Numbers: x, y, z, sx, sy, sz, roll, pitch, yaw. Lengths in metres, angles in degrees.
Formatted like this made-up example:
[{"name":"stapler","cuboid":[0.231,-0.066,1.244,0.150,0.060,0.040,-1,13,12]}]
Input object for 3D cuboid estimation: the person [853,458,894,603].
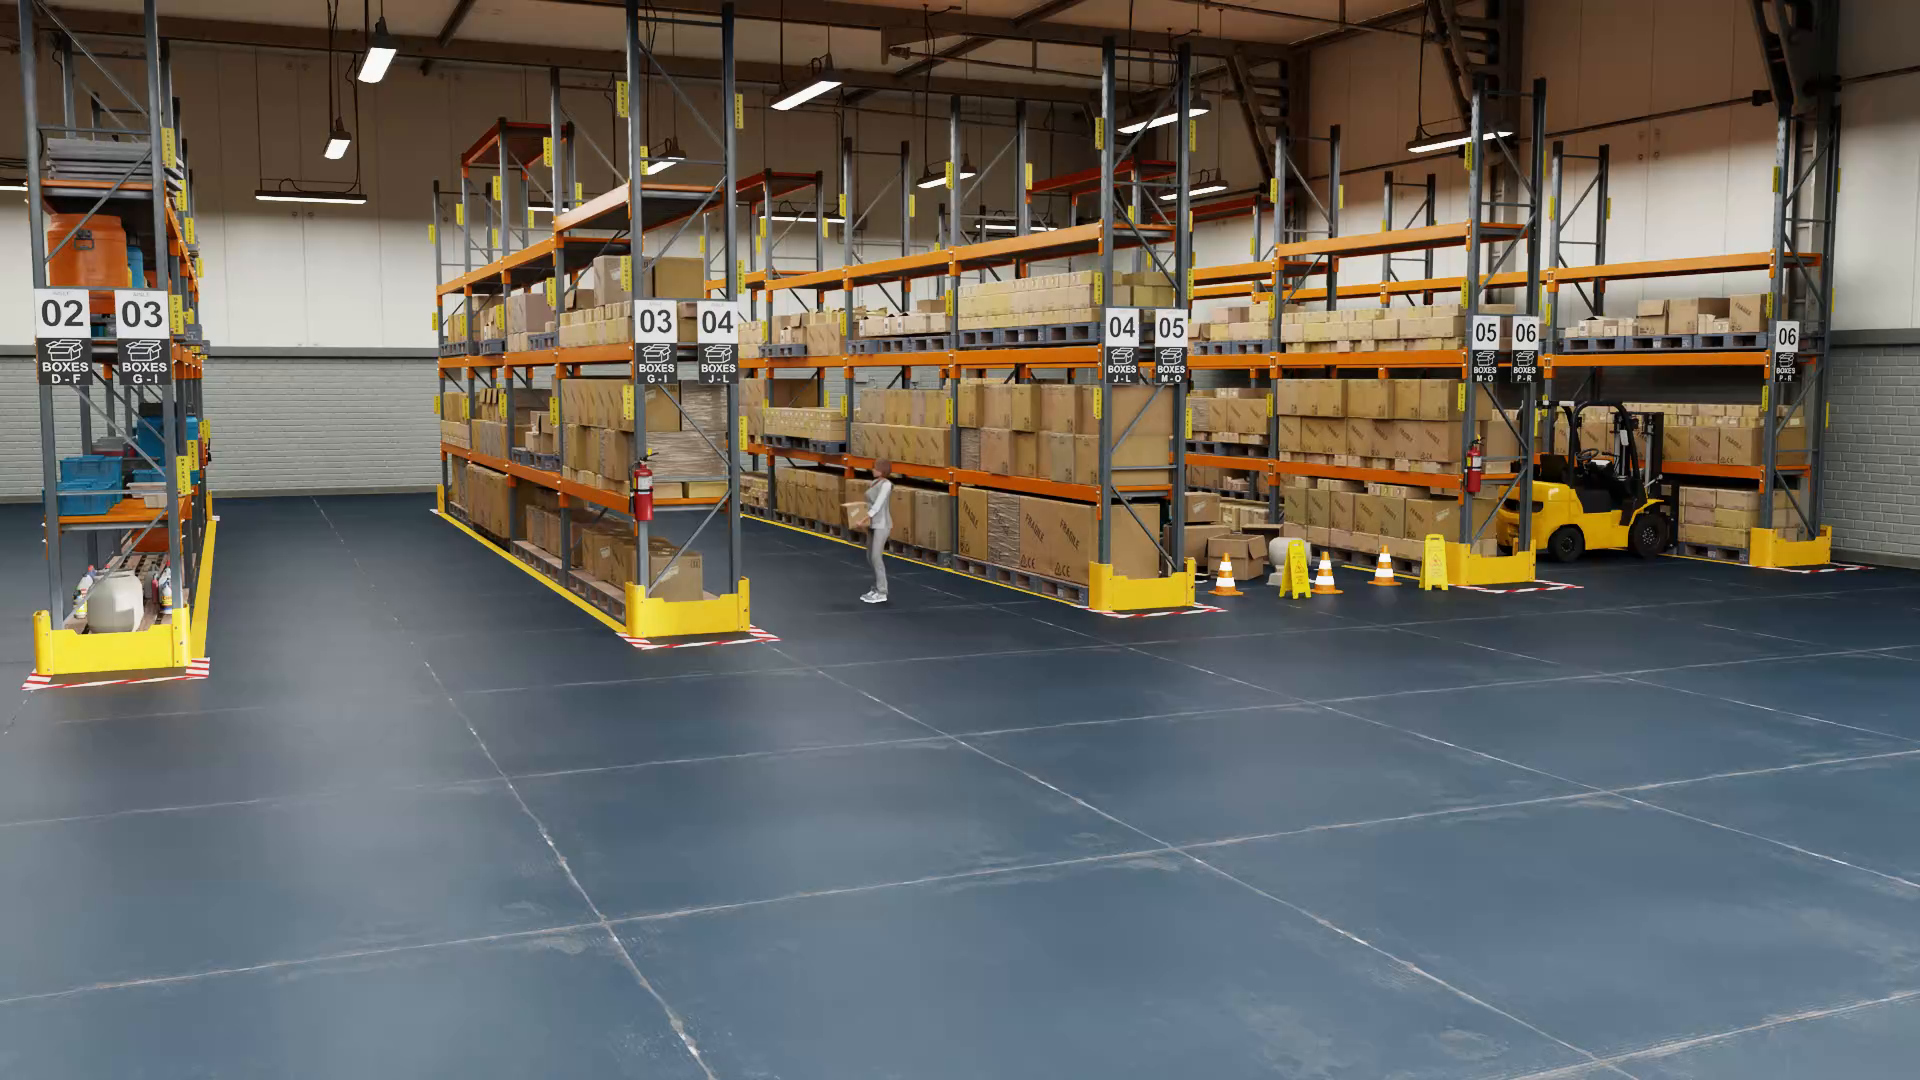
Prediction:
[{"name":"person","cuboid":[-0.988,-0.110,18.362,0.490,1.592,0.405,-2,6,-23]}]
